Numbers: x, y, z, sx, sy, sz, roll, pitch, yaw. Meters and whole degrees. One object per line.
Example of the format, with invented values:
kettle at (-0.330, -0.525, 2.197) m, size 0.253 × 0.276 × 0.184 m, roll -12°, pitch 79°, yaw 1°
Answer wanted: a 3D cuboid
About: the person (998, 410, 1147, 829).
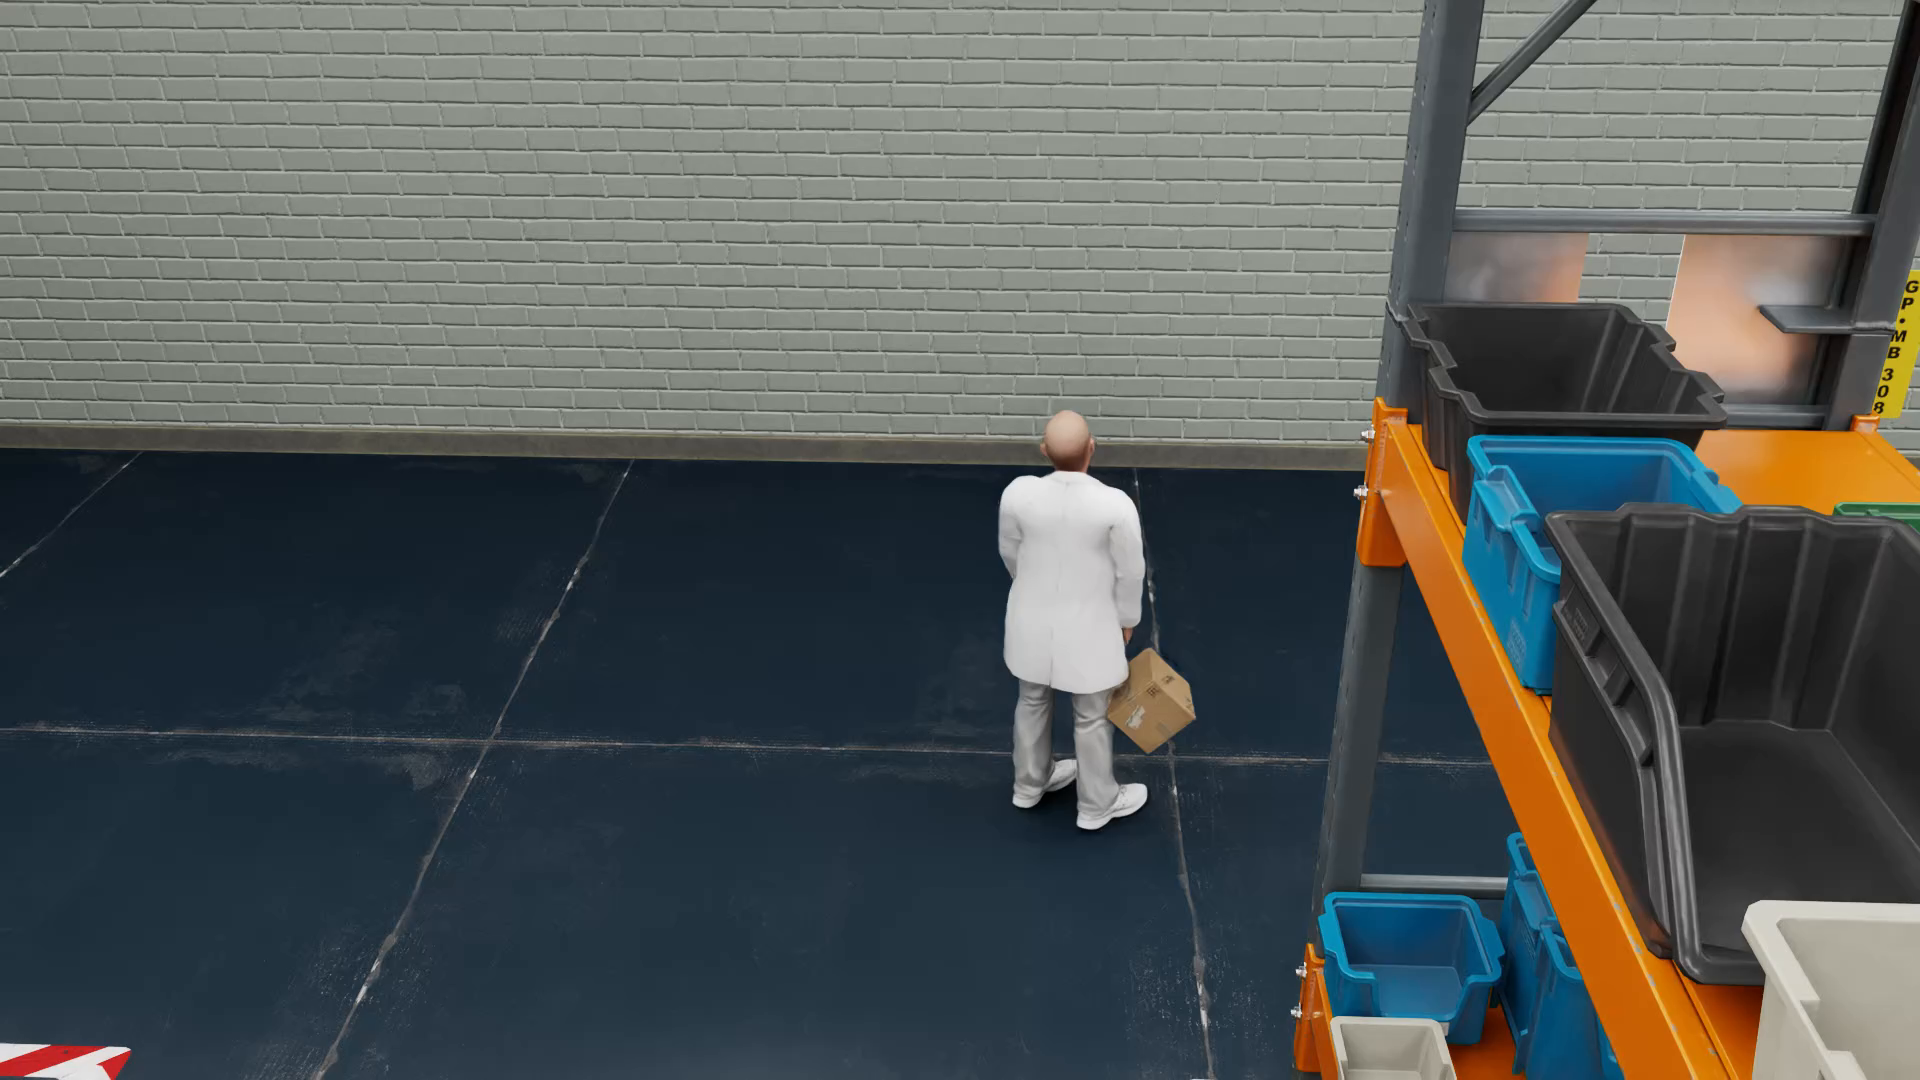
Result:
person at (0.455, 0.304, 6.505) m, size 0.604 × 1.791 × 0.439 m, roll 9°, pitch 29°, yaw 17°
